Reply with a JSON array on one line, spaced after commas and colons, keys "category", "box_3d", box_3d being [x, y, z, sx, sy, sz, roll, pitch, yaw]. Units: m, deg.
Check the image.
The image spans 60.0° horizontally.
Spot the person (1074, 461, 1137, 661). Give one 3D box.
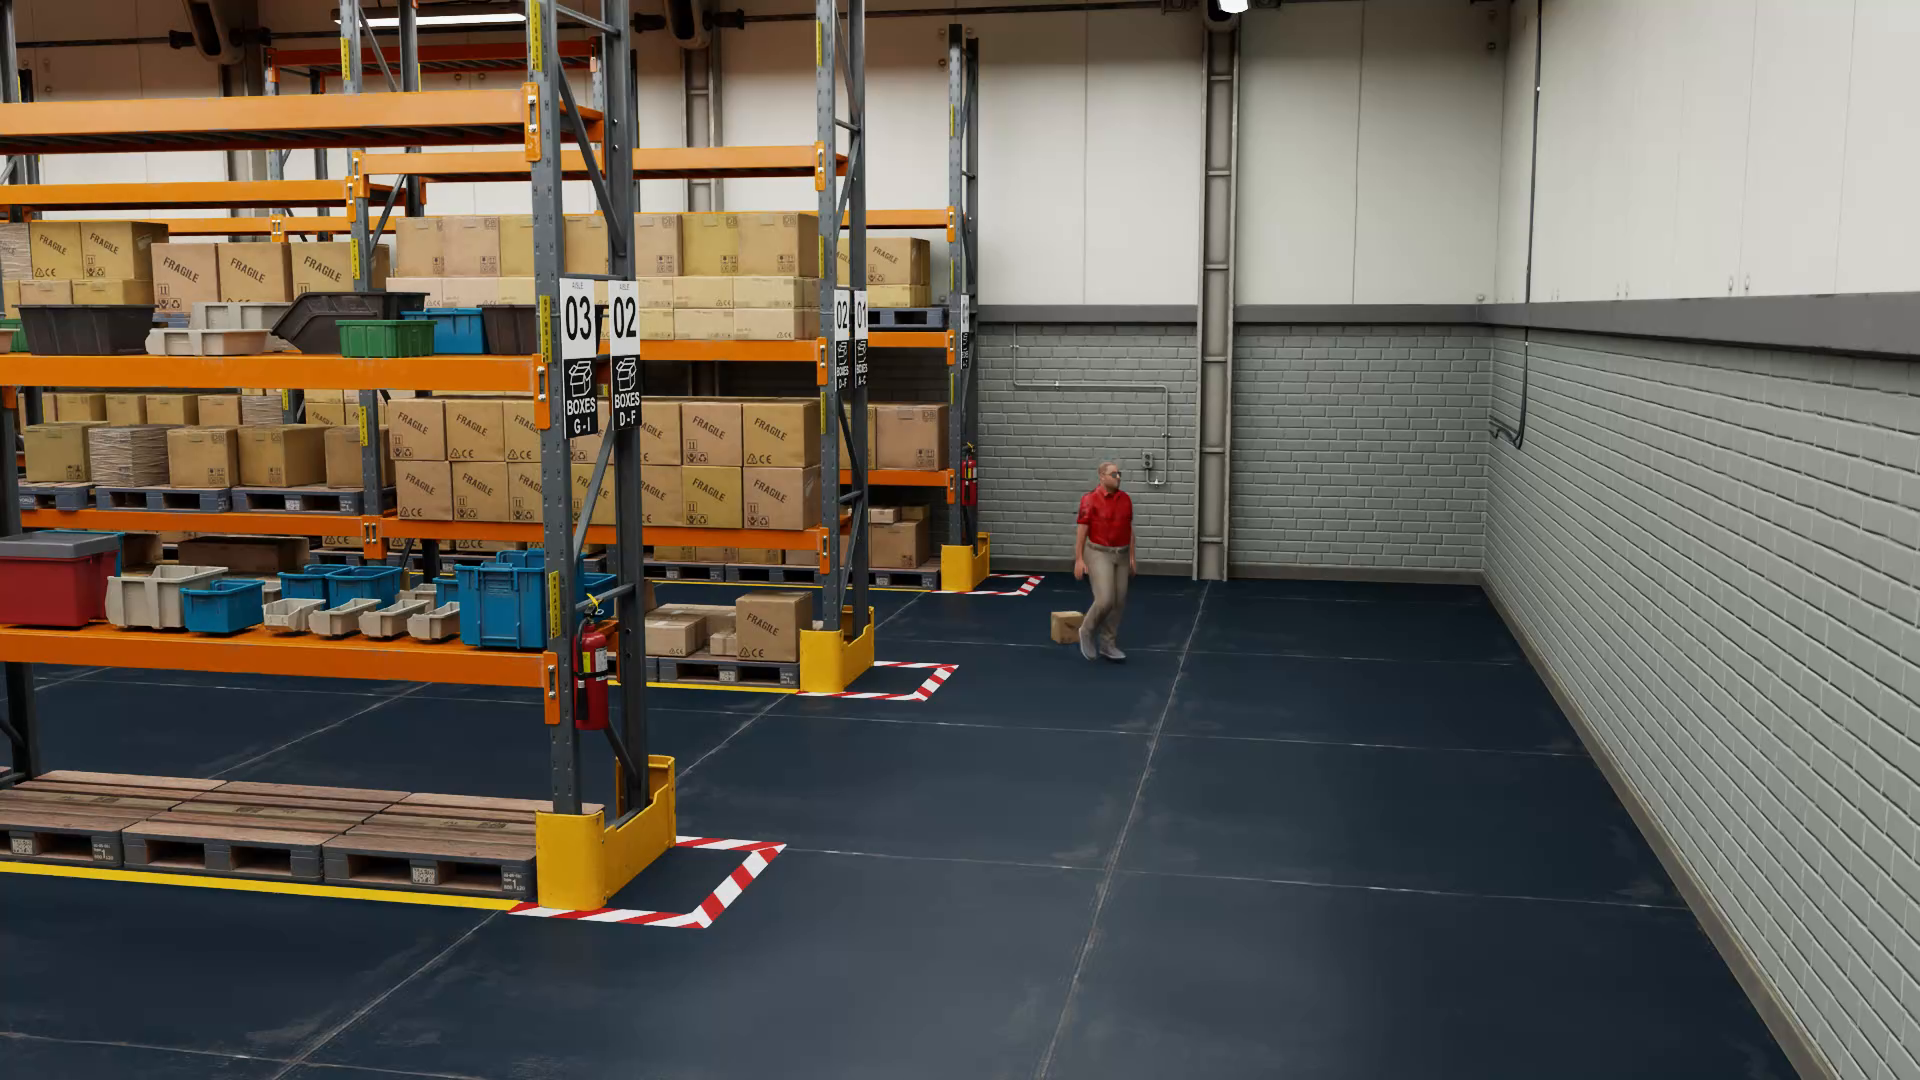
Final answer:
[{"category": "person", "box_3d": [1.283, 0.190, 14.383, 0.574, 1.743, 0.471, -5, 10, -34]}]
